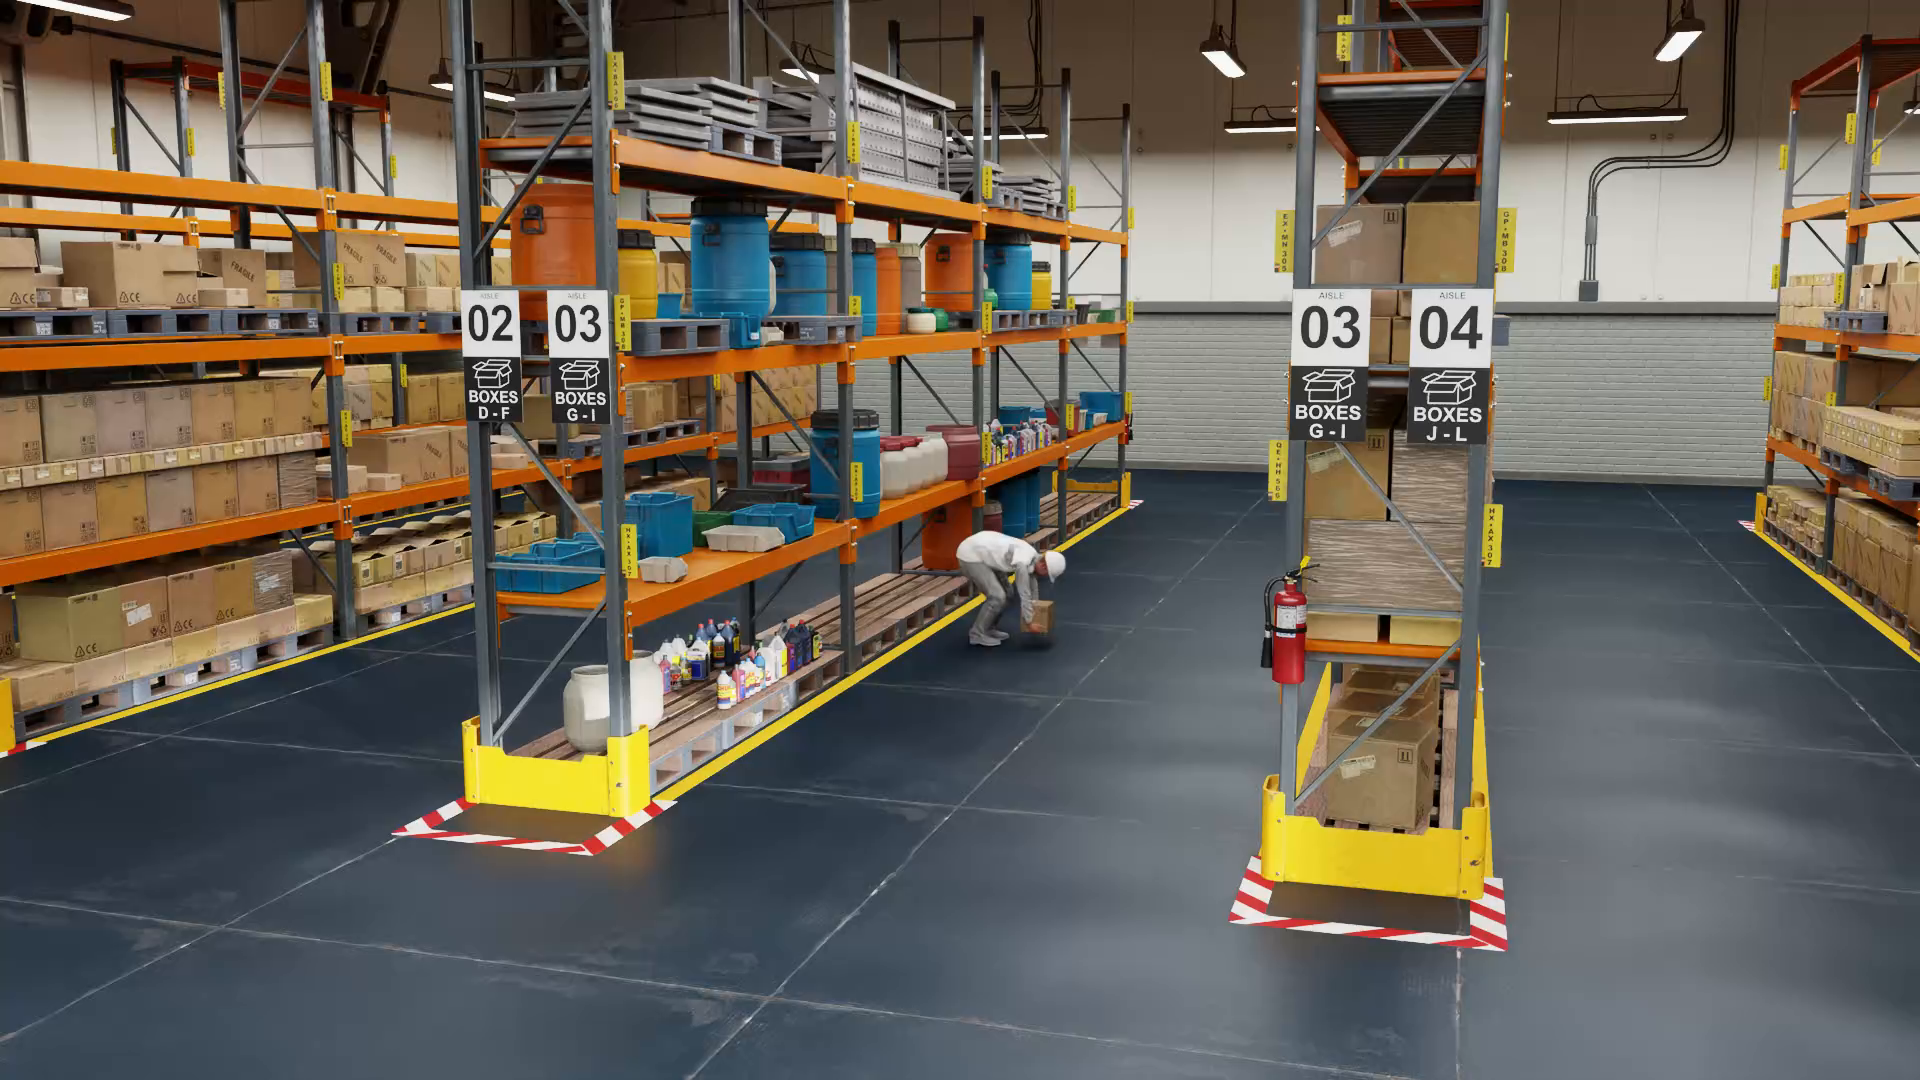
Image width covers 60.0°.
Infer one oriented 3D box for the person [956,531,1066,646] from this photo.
[{"bbox_3d":[0.471,0.439,15.262,1.005,1.041,0.496,2,8,13],"label":"person"}]
